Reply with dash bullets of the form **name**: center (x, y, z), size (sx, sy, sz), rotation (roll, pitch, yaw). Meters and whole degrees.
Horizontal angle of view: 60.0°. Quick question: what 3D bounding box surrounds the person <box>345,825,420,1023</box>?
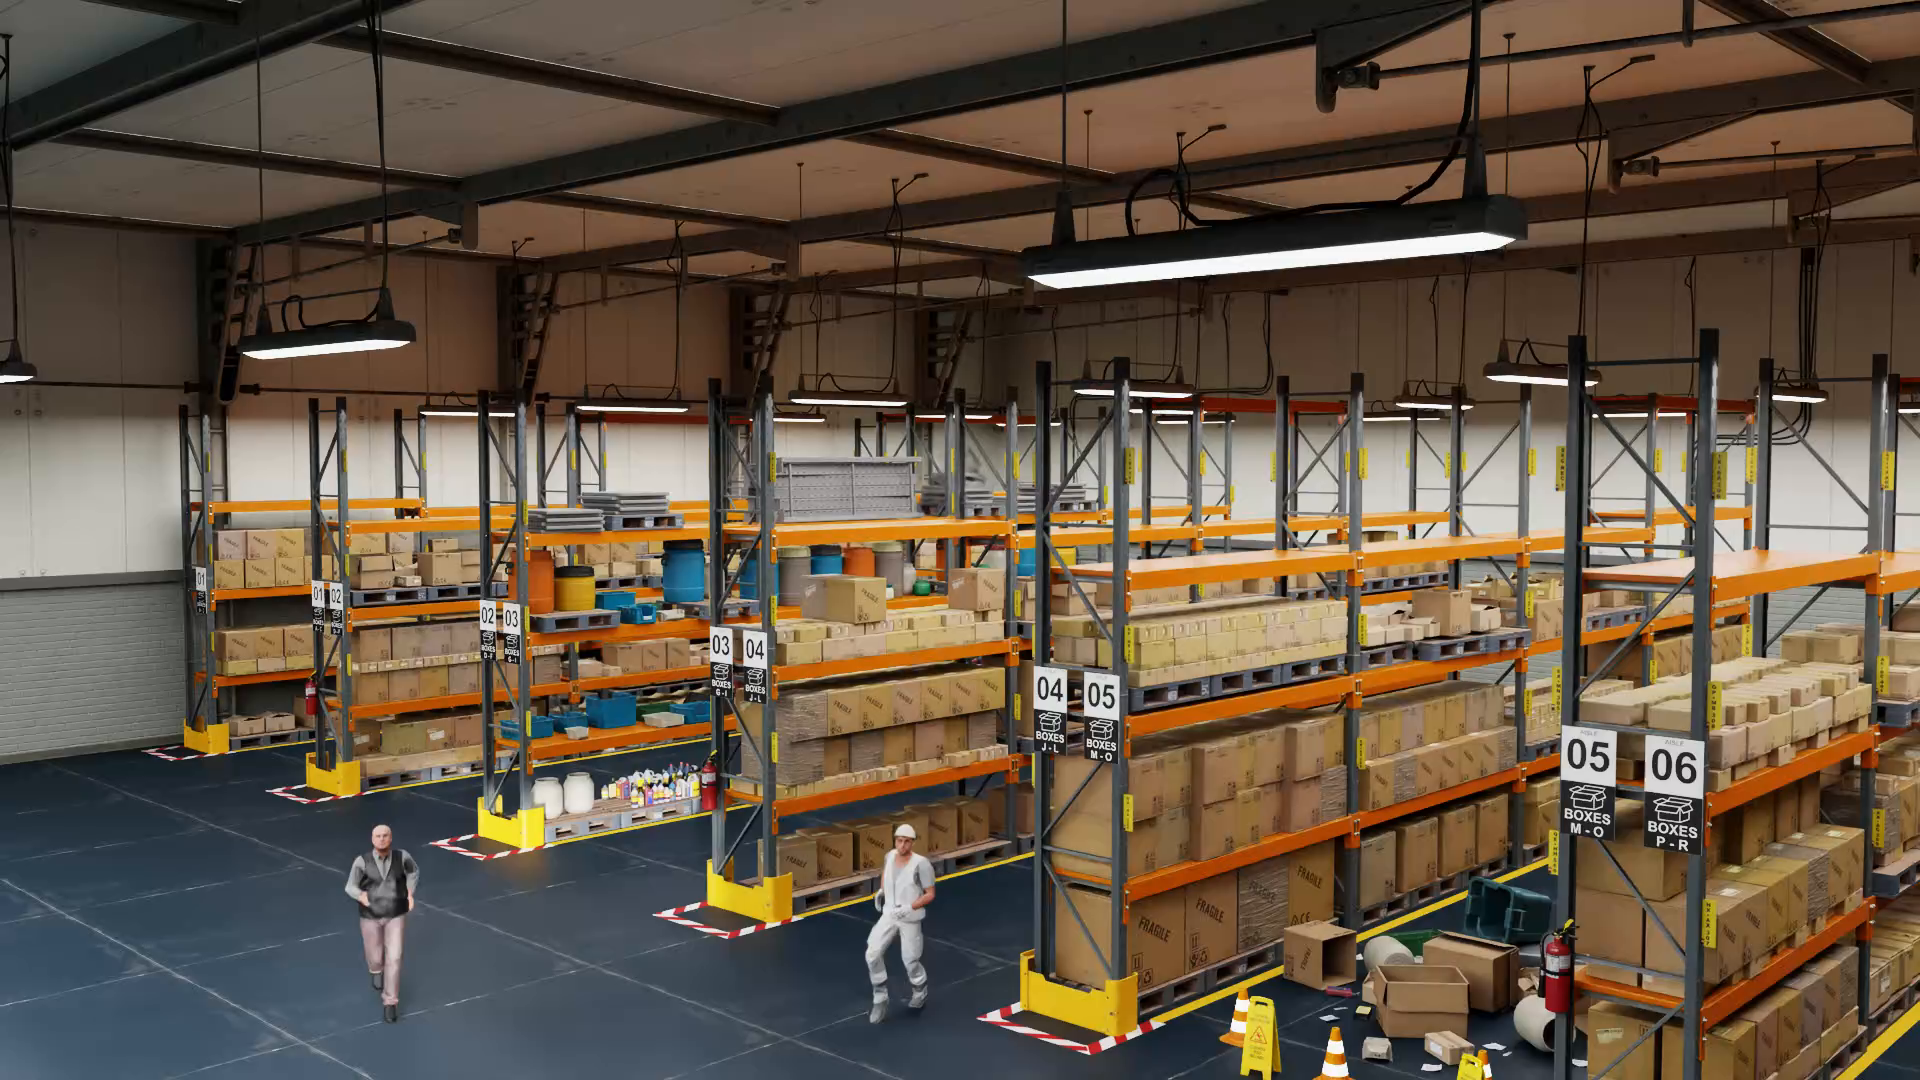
- **person**: center (-5.320, 3.490, 15.362), size (0.661, 1.718, 0.901), rotation (-1, 3, -20)

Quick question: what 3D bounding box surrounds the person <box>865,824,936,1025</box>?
- **person**: center (-0.517, 3.481, 15.183), size (0.669, 1.808, 0.695), rotation (2, 3, 30)

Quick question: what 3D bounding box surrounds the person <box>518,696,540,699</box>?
- **person**: center (-7.642, 2.760, 29.598), size (0.594, 1.689, 0.895), rotation (2, 4, 39)
